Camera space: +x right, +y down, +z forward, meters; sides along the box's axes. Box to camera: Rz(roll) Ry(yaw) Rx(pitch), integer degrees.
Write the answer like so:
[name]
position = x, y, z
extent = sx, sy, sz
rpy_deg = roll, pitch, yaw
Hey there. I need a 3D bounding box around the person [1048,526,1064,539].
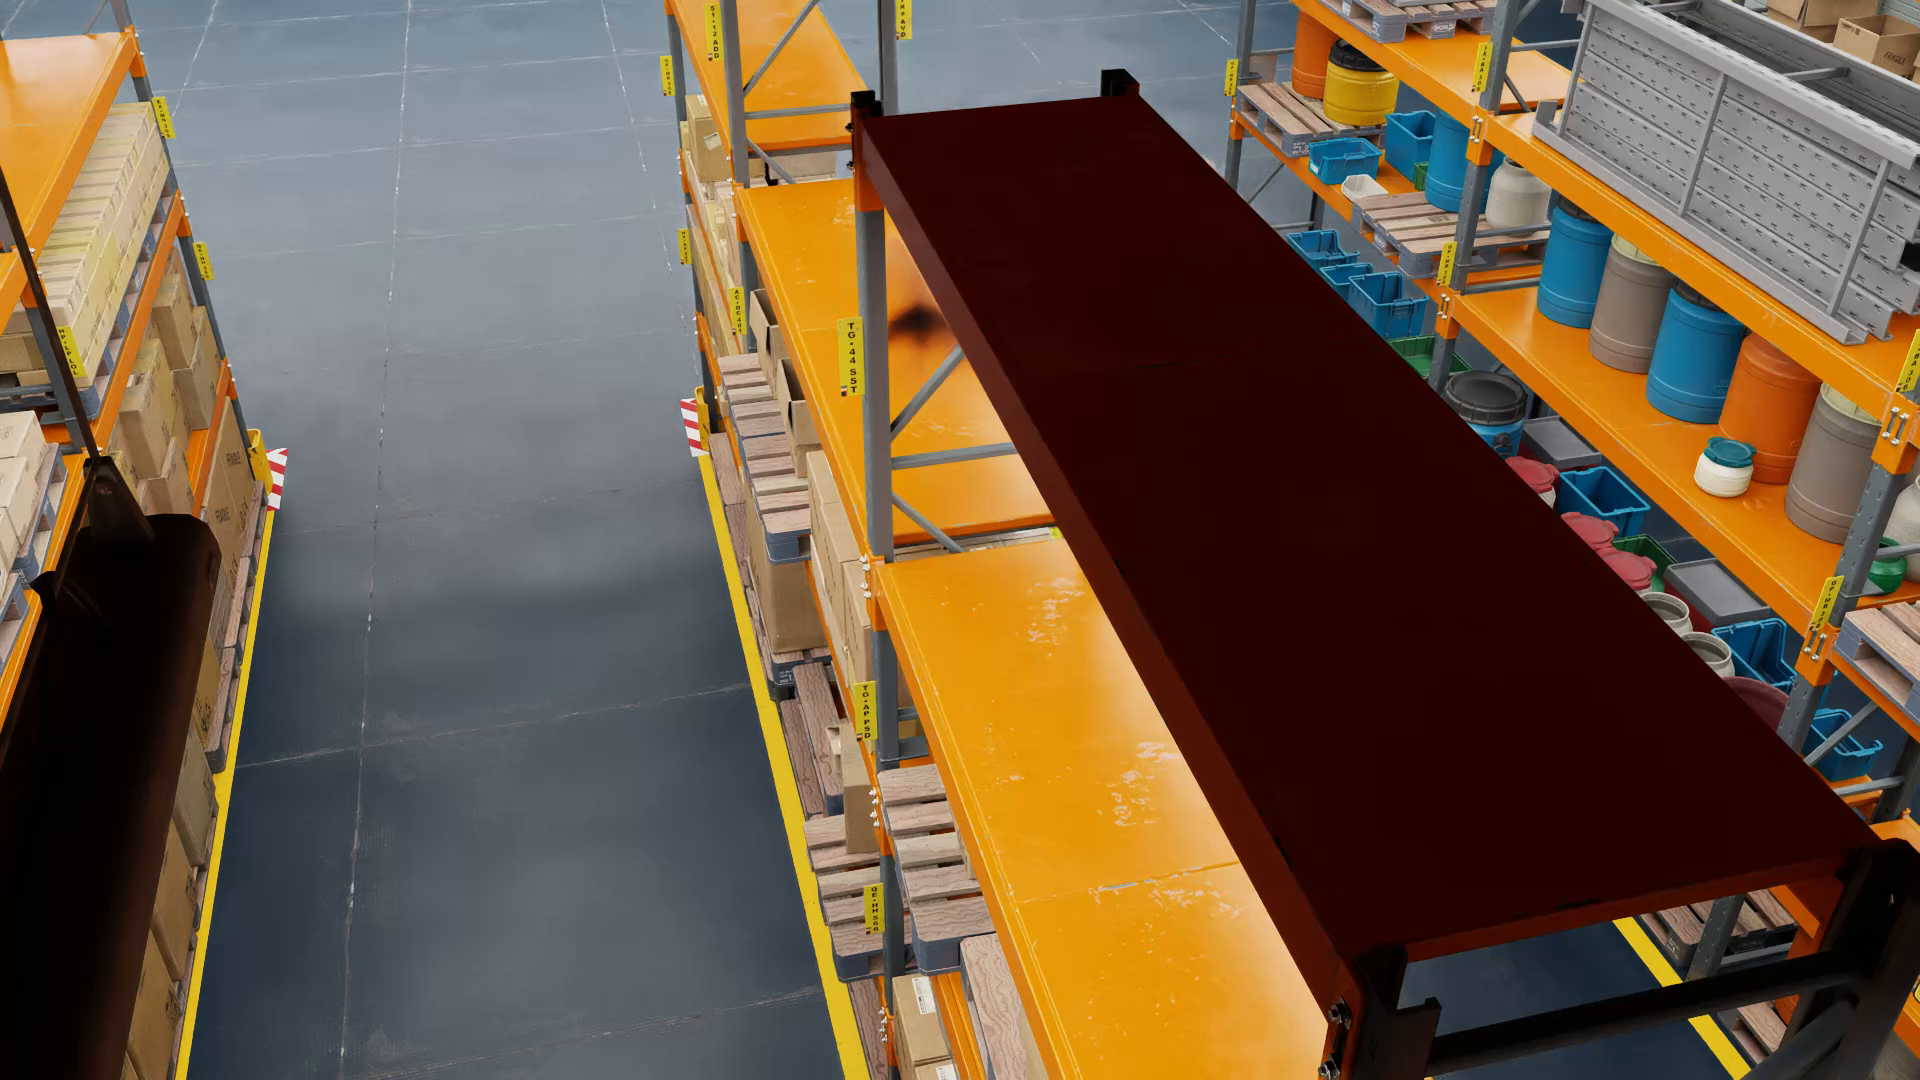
[person]
position = 0.710, 0.301, 11.956
extent = 0.690, 1.691, 0.597
rpy_deg = -13, 36, -18
